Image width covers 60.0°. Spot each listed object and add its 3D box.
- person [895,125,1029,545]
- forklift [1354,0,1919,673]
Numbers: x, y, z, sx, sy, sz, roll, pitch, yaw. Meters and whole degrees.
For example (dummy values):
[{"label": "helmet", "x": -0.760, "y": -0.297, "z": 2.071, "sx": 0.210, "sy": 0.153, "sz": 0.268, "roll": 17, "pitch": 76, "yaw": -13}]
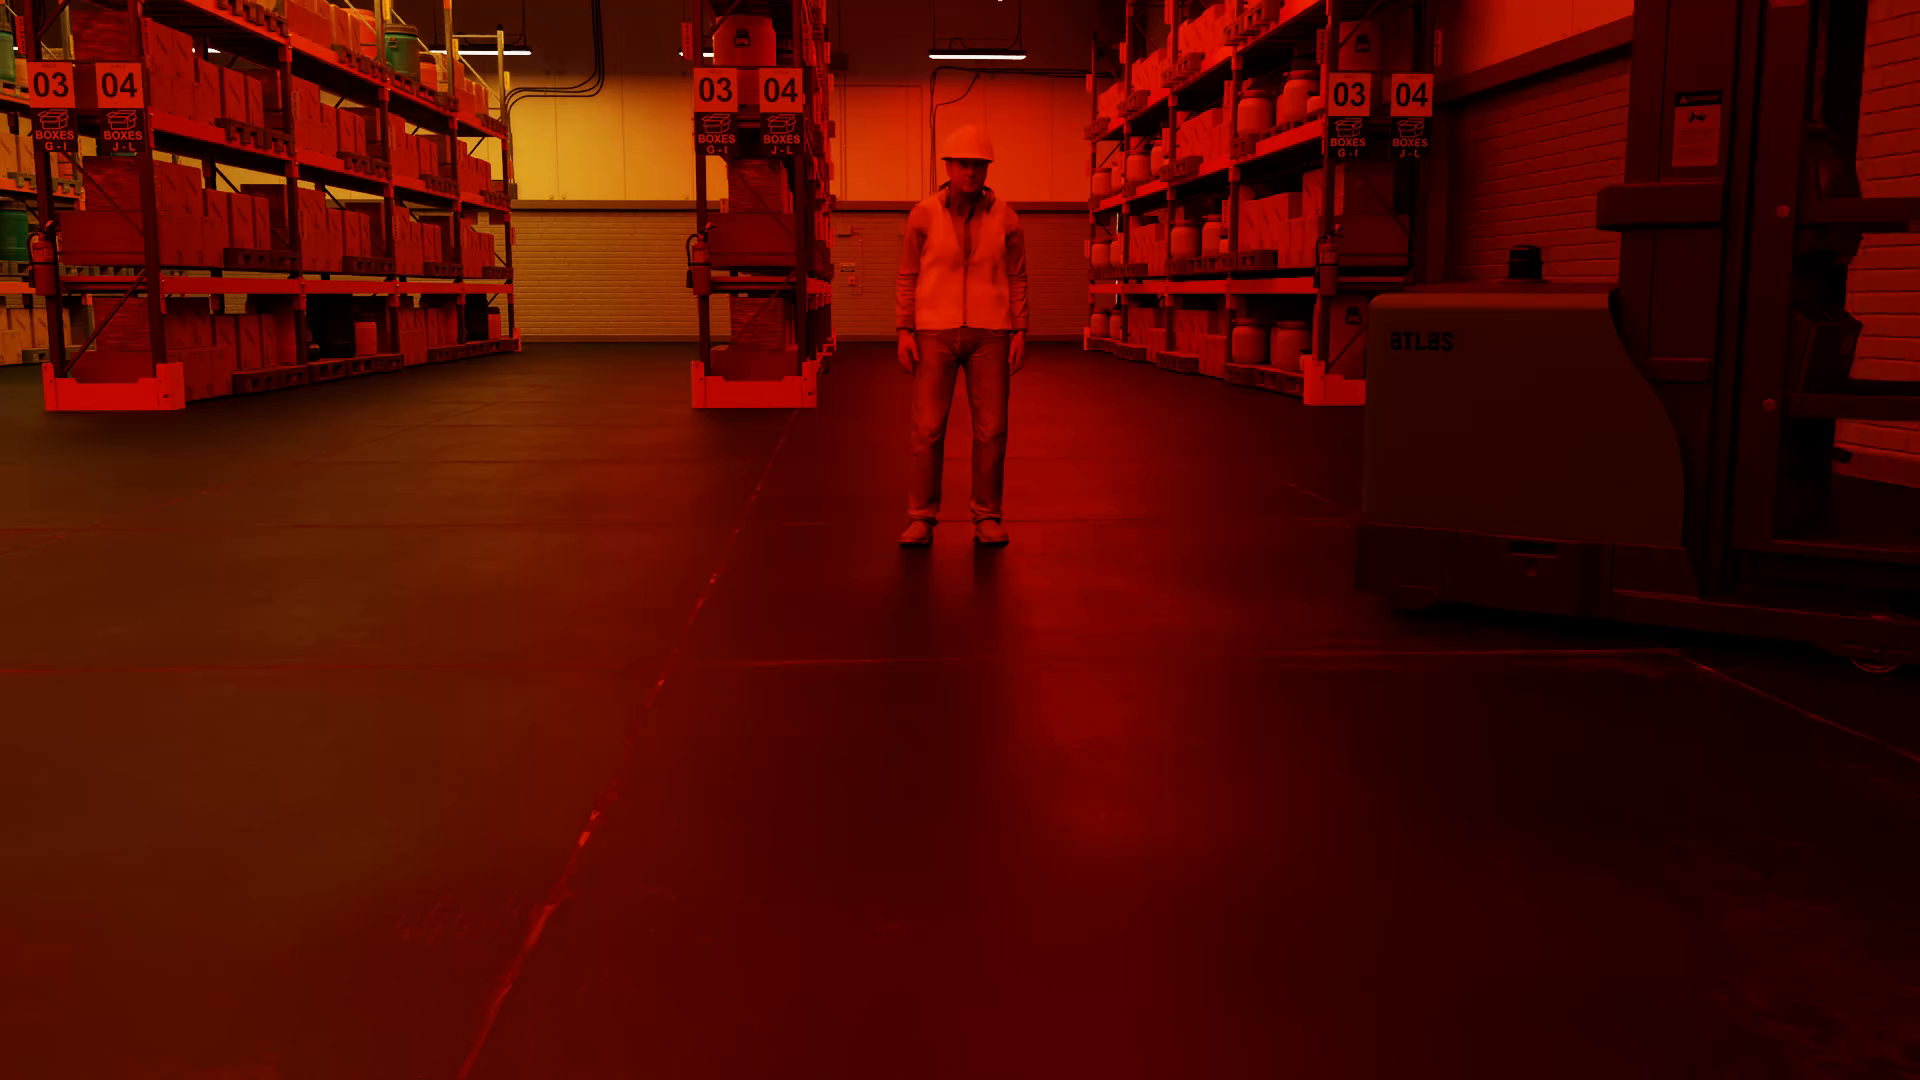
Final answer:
[{"label": "person", "x": 0.011, "y": -0.872, "z": 7.157, "sx": 0.580, "sy": 1.770, "sz": 0.463, "roll": -1, "pitch": 8, "yaw": -5}, {"label": "forklift", "x": 2.846, "y": -1.141, "z": 5.013, "sx": 3.031, "sy": 2.935, "sz": 1.130, "roll": 6, "pitch": 10, "yaw": 35}]
